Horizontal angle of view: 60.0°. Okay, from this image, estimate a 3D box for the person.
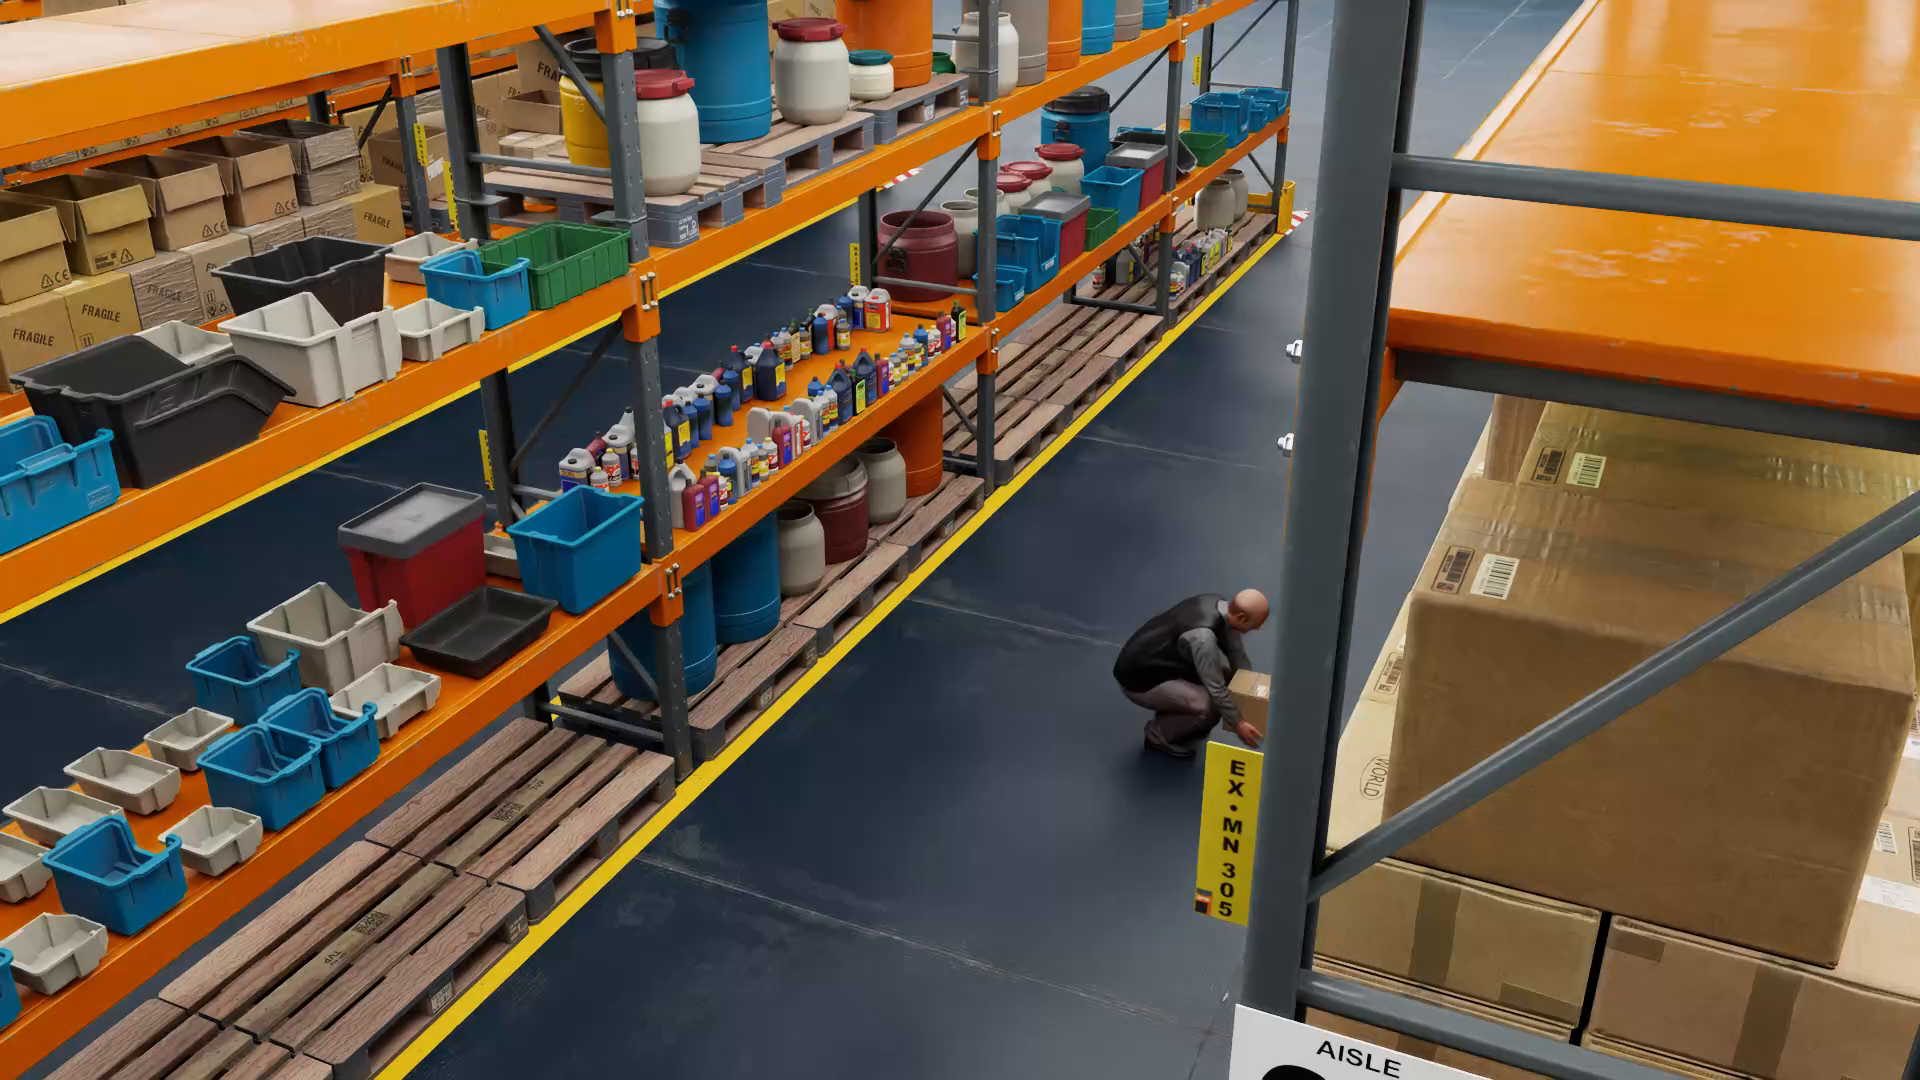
[{"bbox_3d":[1.272,0.677,8.941,0.854,0.974,0.519,11,28,21],"label":"person"}]
